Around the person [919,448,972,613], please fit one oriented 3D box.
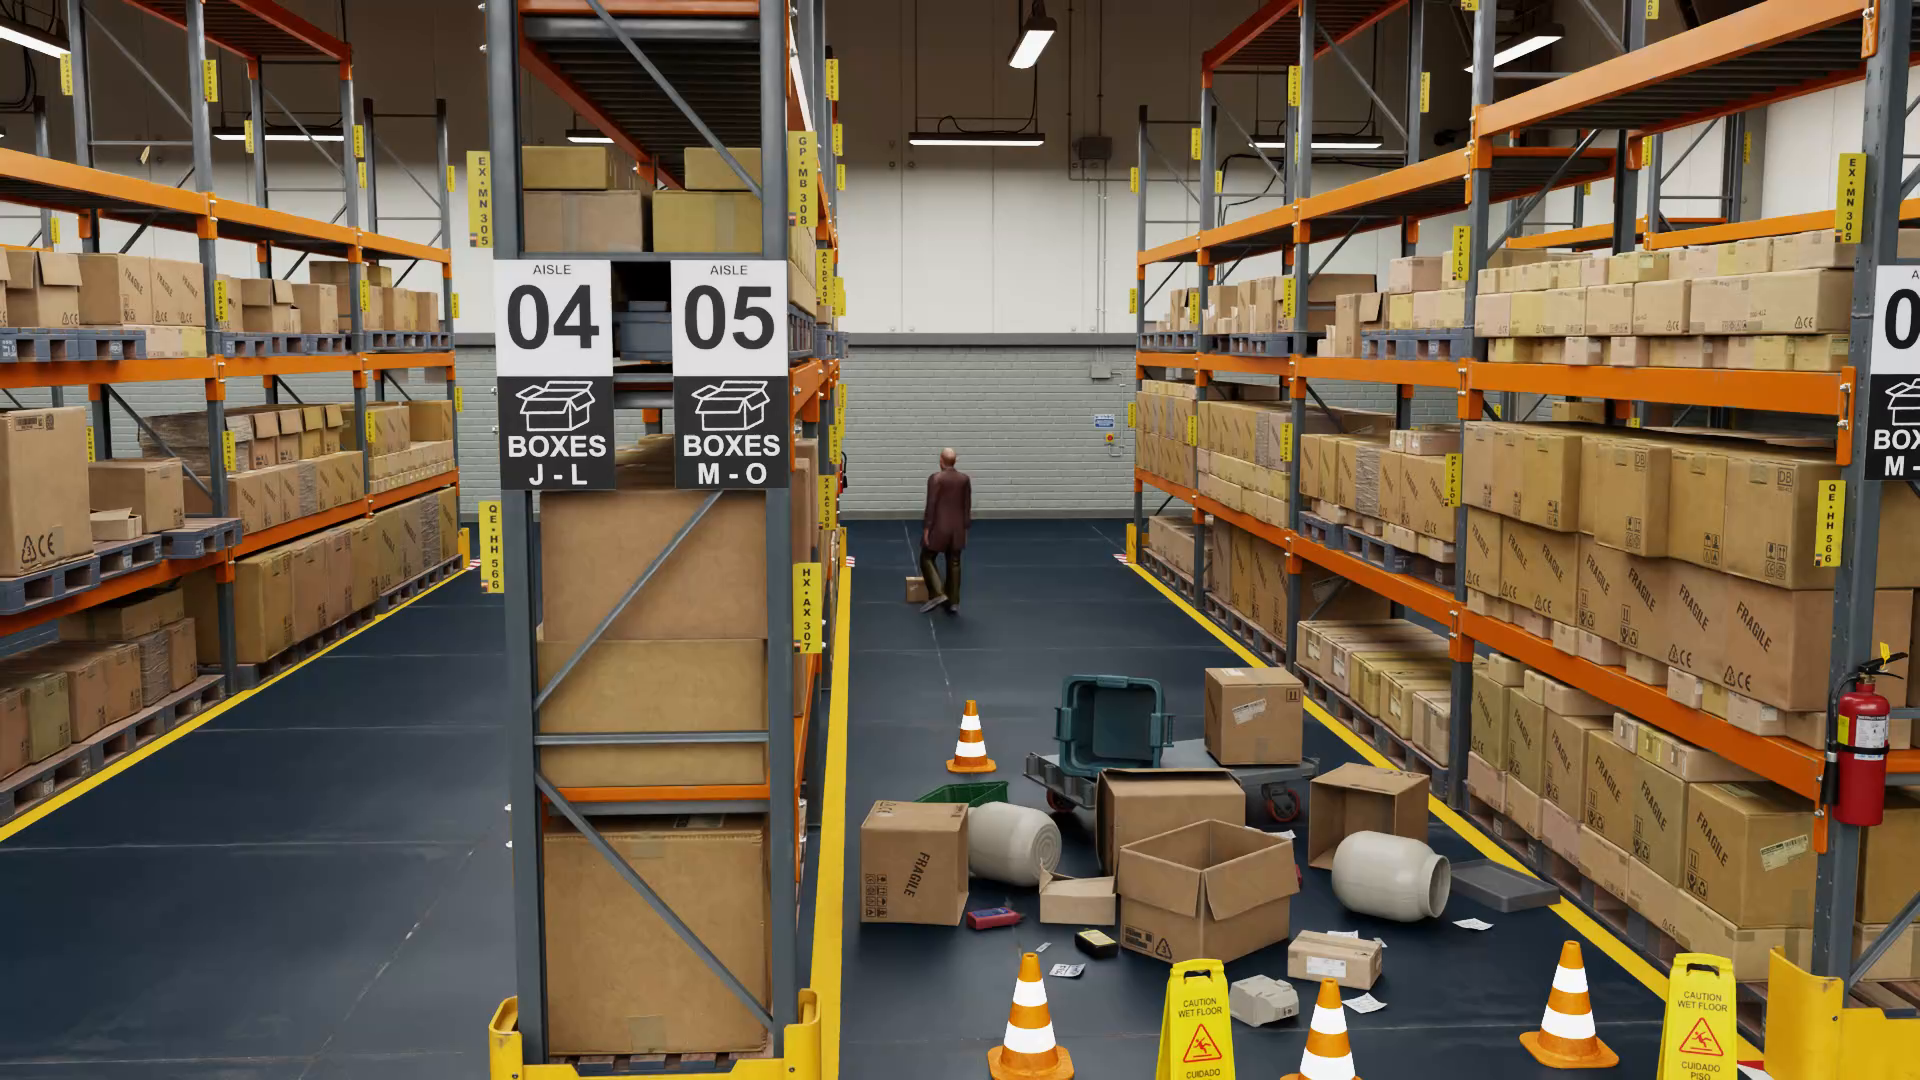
[{"bbox_3d":[-0.158,-0.109,18.129,0.645,1.793,0.469,-4,8,-31],"label":"person"}]
